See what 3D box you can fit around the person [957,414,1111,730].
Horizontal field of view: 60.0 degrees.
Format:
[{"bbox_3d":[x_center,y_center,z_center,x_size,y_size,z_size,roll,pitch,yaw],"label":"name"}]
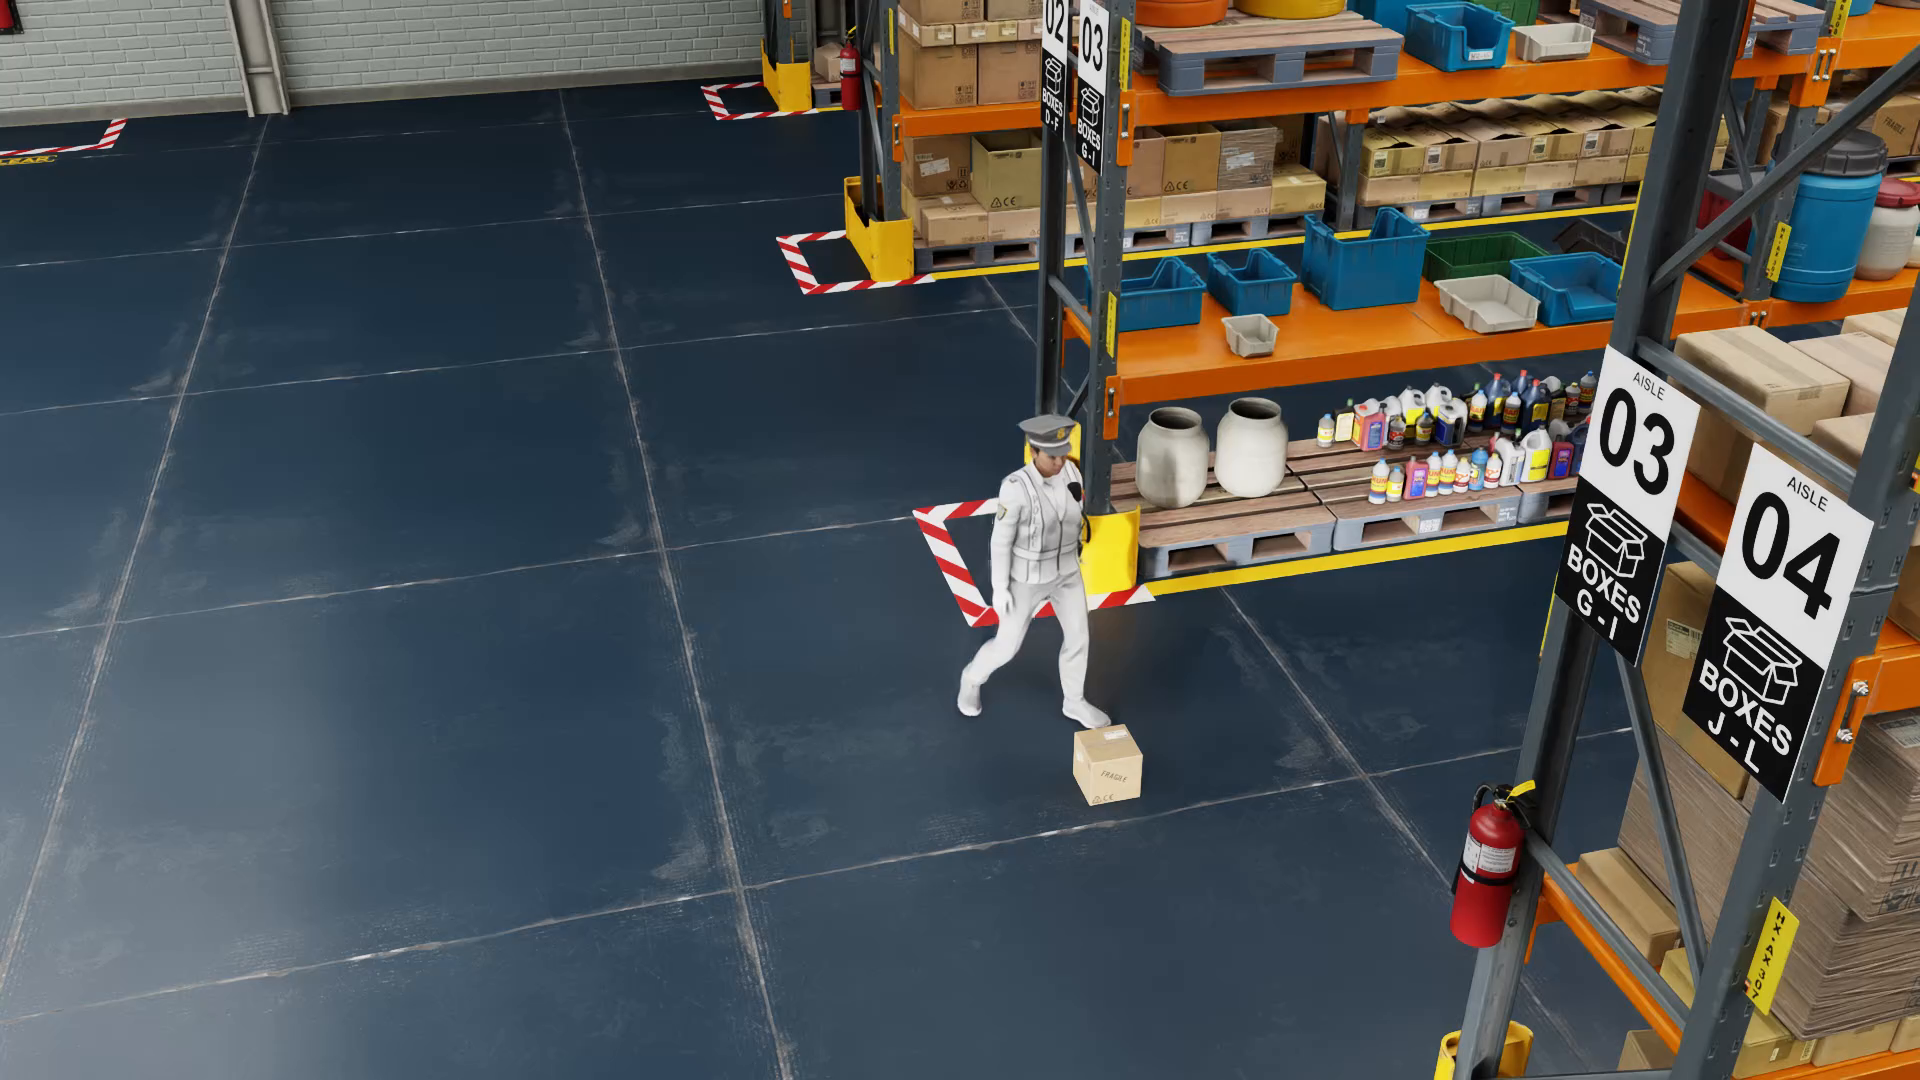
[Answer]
[{"bbox_3d":[0.348,0.160,7.919,0.622,1.653,0.679,-18,35,-28],"label":"person"}]
